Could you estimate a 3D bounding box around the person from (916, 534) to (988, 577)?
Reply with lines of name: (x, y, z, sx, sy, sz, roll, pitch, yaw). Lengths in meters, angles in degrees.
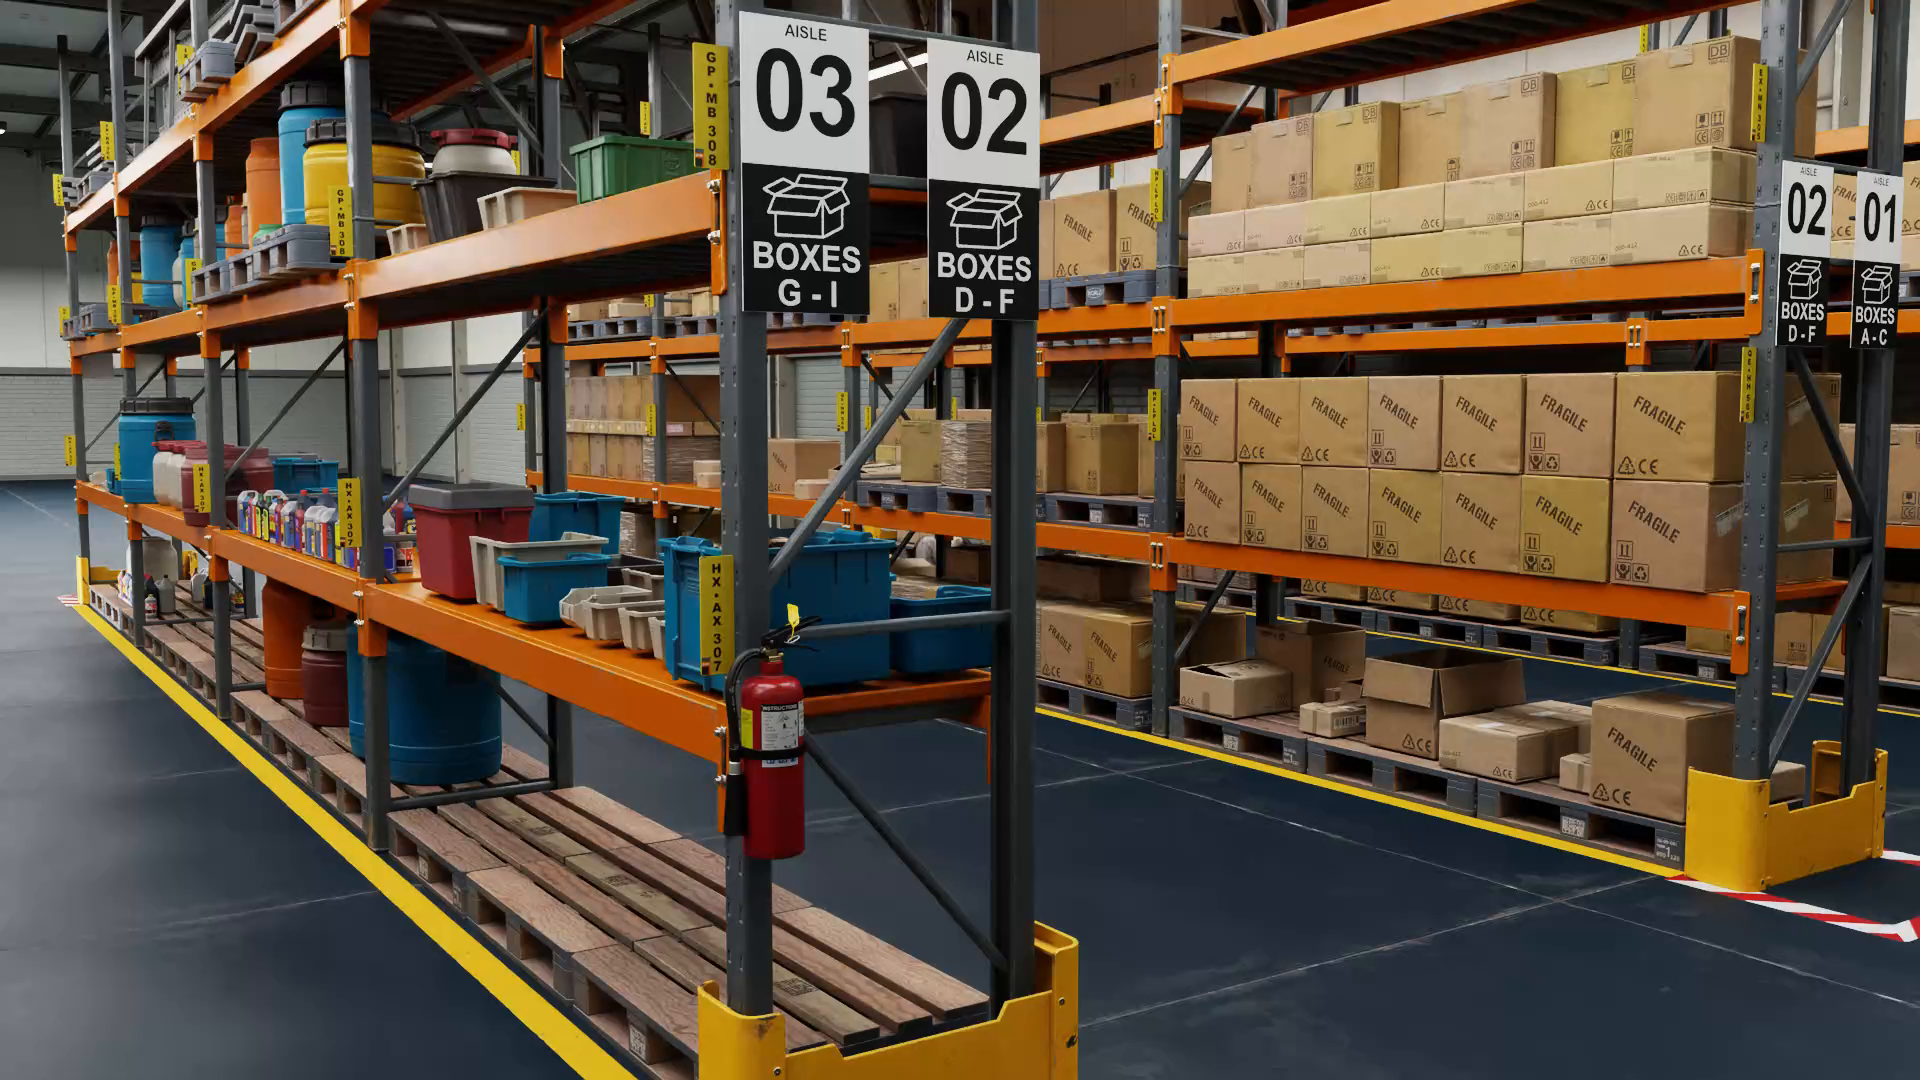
person: (-0.071, 0.319, 16.410, 0.470, 0.977, 0.912, -3, 6, -36)
